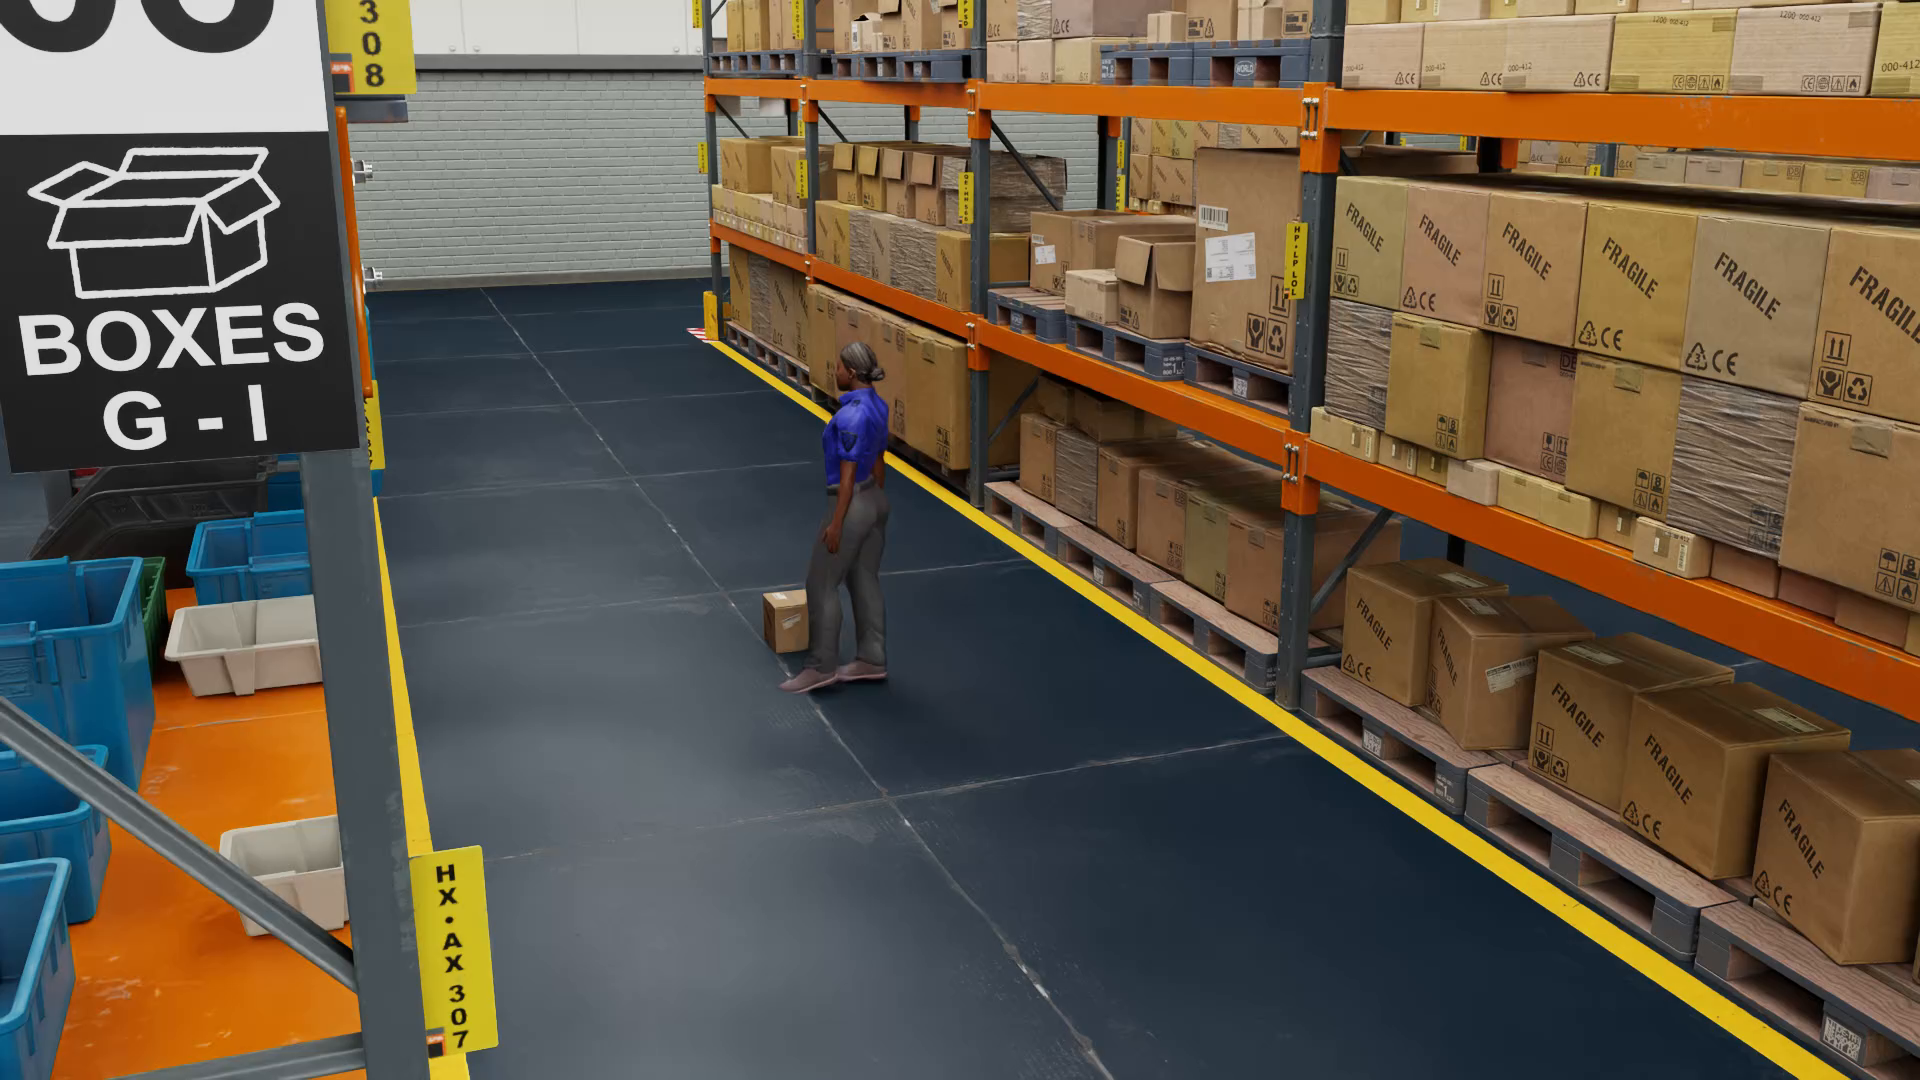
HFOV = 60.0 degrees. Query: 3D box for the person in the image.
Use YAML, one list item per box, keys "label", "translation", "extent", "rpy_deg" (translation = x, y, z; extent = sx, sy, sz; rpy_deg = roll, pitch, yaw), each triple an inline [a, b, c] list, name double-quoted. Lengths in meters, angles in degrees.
- label: "person"
  translation: [-0.588, -0.107, 7.942]
  extent: [0.479, 1.687, 0.506]
  rpy_deg: [5, 16, 16]
